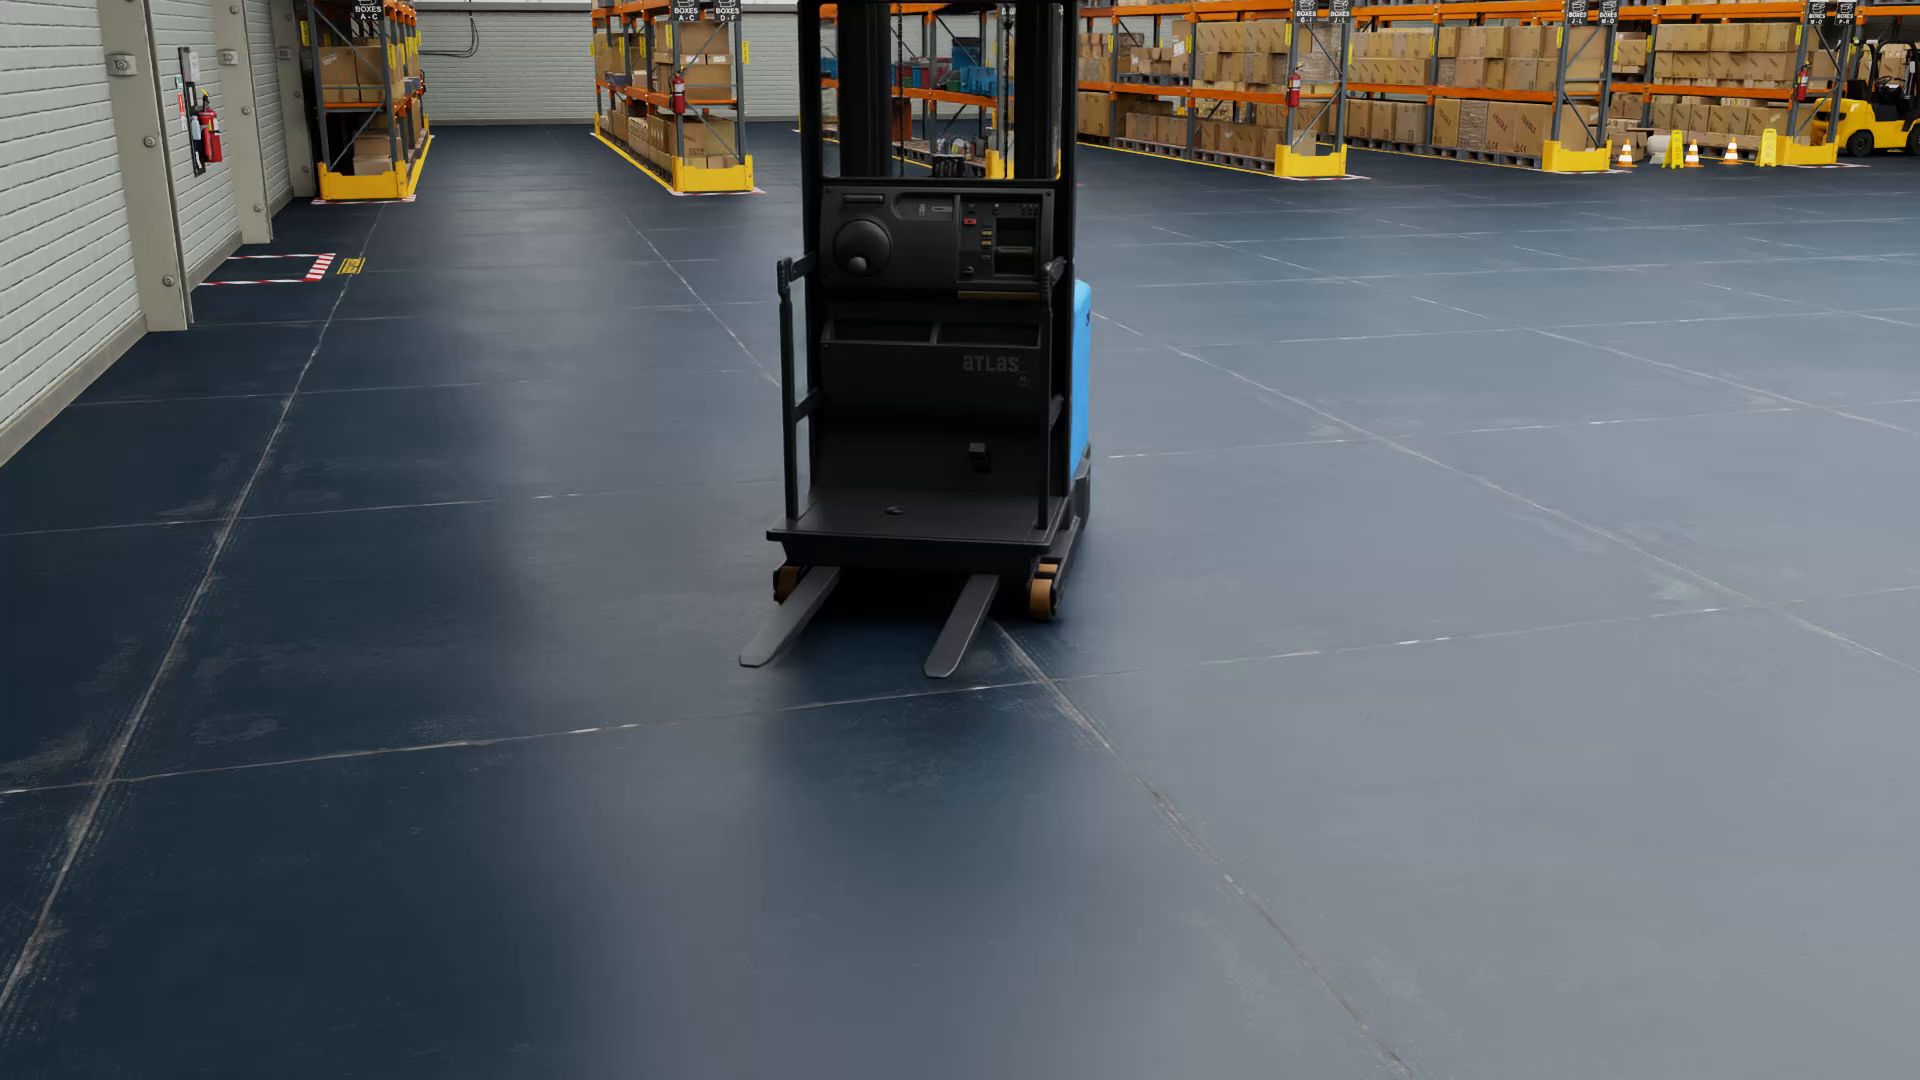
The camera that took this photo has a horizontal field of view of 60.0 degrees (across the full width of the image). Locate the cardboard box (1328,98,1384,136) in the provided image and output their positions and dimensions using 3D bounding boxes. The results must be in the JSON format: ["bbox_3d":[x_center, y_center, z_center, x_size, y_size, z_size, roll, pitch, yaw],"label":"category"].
[{"bbox_3d":[8.506,-8.997,35.371,1.050,0.750,0.750,-5,17,-16],"label":"cardboard box"}]

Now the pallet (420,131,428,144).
[{"bbox_3d":[-12.231,-8.836,36.499,1.003,0.211,1.213,-5,17,-15],"label":"pallet"}]

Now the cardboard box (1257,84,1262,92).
[{"bbox_3d":[5.281,-7.691,28.280,0.380,0.149,0.250,-5,17,-15],"label":"cardboard box"}]

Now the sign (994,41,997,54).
[{"bbox_3d":[0.894,-12.308,41.570,0.100,0.325,0.005,-5,17,-15],"label":"sign"}]

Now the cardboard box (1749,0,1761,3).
[{"bbox_3d":[14.728,-9.931,30.523,0.380,0.149,0.250,-5,17,-16],"label":"cardboard box"}]

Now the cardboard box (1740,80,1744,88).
[{"bbox_3d":[14.786,-8.506,30.993,0.380,0.149,0.250,-4,17,-14],"label":"cardboard box"}]

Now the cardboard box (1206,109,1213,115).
[{"bbox_3d":[6.427,-10.789,41.863,0.380,0.149,0.250,-6,18,-18],"label":"cardboard box"}]

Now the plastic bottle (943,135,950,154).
[{"bbox_3d":[-0.212,-6.873,28.958,0.144,0.351,0.185,-4,17,-14],"label":"plastic bottle"}]

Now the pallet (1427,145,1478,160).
[{"bbox_3d":[9.658,-7.391,31.689,1.003,0.211,1.213,-5,17,-15],"label":"pallet"}]

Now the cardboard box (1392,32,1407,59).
[{"bbox_3d":[9.100,-9.888,33.245,0.700,0.500,0.500,-5,17,-15],"label":"cardboard box"}]

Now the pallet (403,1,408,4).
[{"bbox_3d":[-10.888,-10.030,30.743,1.213,0.211,1.003,-4,17,-13],"label":"pallet"}]

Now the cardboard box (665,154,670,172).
[{"bbox_3d":[-4.280,-5.836,25.718,0.500,0.250,0.500,-5,17,-15],"label":"cardboard box"}]

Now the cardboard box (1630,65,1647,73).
[{"bbox_3d":[13.849,-9.563,33.781,0.380,0.149,0.250,-4,17,-14],"label":"cardboard box"}]

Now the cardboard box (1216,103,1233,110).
[{"bbox_3d":[6.549,-10.709,41.080,0.380,0.149,0.250,-5,18,-17],"label":"cardboard box"}]

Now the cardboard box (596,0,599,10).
[{"bbox_3d":[-7.792,-11.903,36.910,0.500,0.250,0.500,-5,17,-15],"label":"cardboard box"}]

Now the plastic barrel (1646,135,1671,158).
[{"bbox_3d":[13.332,-7.473,31.595,0.512,0.421,0.421,7,18,23],"label":"plastic barrel"}]

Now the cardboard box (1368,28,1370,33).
[{"bbox_3d":[10.930,-13.332,43.581,0.380,0.149,0.250,-4,17,-14],"label":"cardboard box"}]

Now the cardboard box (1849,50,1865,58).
[{"bbox_3d":[18.720,-10.191,34.863,0.380,0.149,0.250,-4,17,-13],"label":"cardboard box"}]

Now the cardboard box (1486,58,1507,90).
[{"bbox_3d":[10.087,-8.466,30.160,0.875,0.550,0.500,-5,17,-15],"label":"cardboard box"}]

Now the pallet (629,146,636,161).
[{"bbox_3d":[-5.709,-7.336,31.509,1.003,0.211,1.213,-5,17,-15],"label":"pallet"}]

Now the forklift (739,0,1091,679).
[{"bbox_3d":[-0.126,-1.203,6.361,1.130,2.935,3.031,3,17,9],"label":"forklift"}]

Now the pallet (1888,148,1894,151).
[{"bbox_3d":[19.206,-8.197,34.372,1.003,0.211,1.213,-5,17,-15],"label":"pallet"}]

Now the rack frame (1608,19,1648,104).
[{"bbox_3d":[16.829,-11.968,42.081,1.000,3.000,0.127,-5,17,-15],"label":"rack frame"}]

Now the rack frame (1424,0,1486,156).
[{"bbox_3d":[9.524,-8.943,32.009,1.000,3.000,0.127,-5,17,-15],"label":"rack frame"}]

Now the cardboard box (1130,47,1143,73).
[{"bbox_3d":[3.815,-9.788,33.918,0.500,0.500,0.500,-7,18,-22],"label":"cardboard box"}]

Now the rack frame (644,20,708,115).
[{"bbox_3d":[-4.798,-7.796,28.192,1.000,3.000,0.127,-5,17,-15],"label":"rack frame"}]

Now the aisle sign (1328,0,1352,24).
[{"bbox_3d":[6.132,-8.724,26.761,0.394,0.787,0.004,-5,17,-15],"label":"aisle sign"}]

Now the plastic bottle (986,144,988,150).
[{"bbox_3d":[0.500,-6.745,28.650,0.061,0.283,0.133,-5,17,-15],"label":"plastic bottle"}]

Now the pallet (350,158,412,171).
[{"bbox_3d":[-9.776,-6.283,28.003,1.003,0.211,1.213,-5,17,-15],"label":"pallet"}]

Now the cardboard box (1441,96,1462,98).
[{"bbox_3d":[12.305,-10.593,40.467,0.875,0.875,0.875,-4,17,-14],"label":"cardboard box"}]

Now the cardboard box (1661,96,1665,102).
[{"bbox_3d":[17.212,-10.662,40.220,0.380,0.149,0.250,-6,18,-18],"label":"cardboard box"}]

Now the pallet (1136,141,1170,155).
[{"bbox_3d":[4.173,-7.796,33.040,1.003,0.211,1.213,-5,17,-15],"label":"pallet"}]

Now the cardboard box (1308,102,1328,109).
[{"bbox_3d":[7.985,-9.581,36.444,0.500,0.250,0.500,-5,17,-17],"label":"cardboard box"}]

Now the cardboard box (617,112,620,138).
[{"bbox_3d":[-6.811,-8.584,34.396,0.500,0.500,0.500,-4,17,-15],"label":"cardboard box"}]

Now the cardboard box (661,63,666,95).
[{"bbox_3d":[-4.519,-7.577,27.287,0.700,0.500,0.500,-5,17,-16],"label":"cardboard box"}]

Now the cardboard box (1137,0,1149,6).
[{"bbox_3d":[3.804,-10.616,32.626,0.500,0.250,0.500,-4,17,-14],"label":"cardboard box"}]

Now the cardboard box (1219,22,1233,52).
[{"bbox_3d":[4.883,-8.827,29.193,0.500,0.500,0.500,-5,17,-15],"label":"cardboard box"}]

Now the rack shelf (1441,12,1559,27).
[{"bbox_3d":[12.607,-12.114,38.602,1.077,0.370,4.000,-5,17,-15],"label":"rack shelf"}]

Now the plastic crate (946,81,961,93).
[{"bbox_3d":[0.067,-7.688,28.199,0.450,0.188,0.662,-5,17,-15],"label":"plastic crate"}]

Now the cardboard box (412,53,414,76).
[{"bbox_3d":[-11.240,-9.568,33.366,0.500,0.500,0.500,-5,17,-15],"label":"cardboard box"}]

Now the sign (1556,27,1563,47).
[{"bbox_3d":[10.098,-8.465,27.995,0.100,0.325,0.005,-5,17,-15],"label":"sign"}]

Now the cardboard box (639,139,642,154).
[{"bbox_3d":[-5.469,-7.054,29.770,0.500,0.250,0.500,-4,17,-14],"label":"cardboard box"}]

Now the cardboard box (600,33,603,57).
[{"bbox_3d":[-7.667,-10.936,36.734,0.500,0.500,0.500,-5,17,-15],"label":"cardboard box"}]

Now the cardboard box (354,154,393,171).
[{"bbox_3d":[-8.721,-5.576,24.711,0.500,0.311,0.500,-3,17,-11],"label":"cardboard box"}]

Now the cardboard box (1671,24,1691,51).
[{"bbox_3d":[14.288,-9.749,32.265,0.700,0.500,0.500,-5,17,-15],"label":"cardboard box"}]

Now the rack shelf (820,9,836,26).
[{"bbox_3d":[-2.783,-12.045,38.373,1.077,0.370,4.000,-5,17,-15],"label":"rack shelf"}]

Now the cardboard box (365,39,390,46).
[{"bbox_3d":[-10.433,-8.898,29.795,0.380,0.149,0.250,-8,18,-24],"label":"cardboard box"}]

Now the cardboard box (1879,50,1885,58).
[{"bbox_3d":[18.935,-9.933,34.006,0.380,0.149,0.250,-4,17,-14],"label":"cardboard box"}]

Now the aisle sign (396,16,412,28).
[{"bbox_3d":[-12.589,-12.012,37.707,0.394,0.787,0.004,-5,17,-15],"label":"aisle sign"}]

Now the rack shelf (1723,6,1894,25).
[{"bbox_3d":[18.478,-11.401,36.228,1.077,0.370,4.000,-5,17,-15],"label":"rack shelf"}]

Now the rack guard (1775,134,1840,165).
[{"bbox_3d":[15.334,-7.079,30.151,1.175,0.500,0.348,-5,17,-15],"label":"rack guard"}]

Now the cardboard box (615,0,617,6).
[{"bbox_3d":[-6.333,-10.790,32.771,0.910,0.500,0.500,-5,17,-15],"label":"cardboard box"}]
